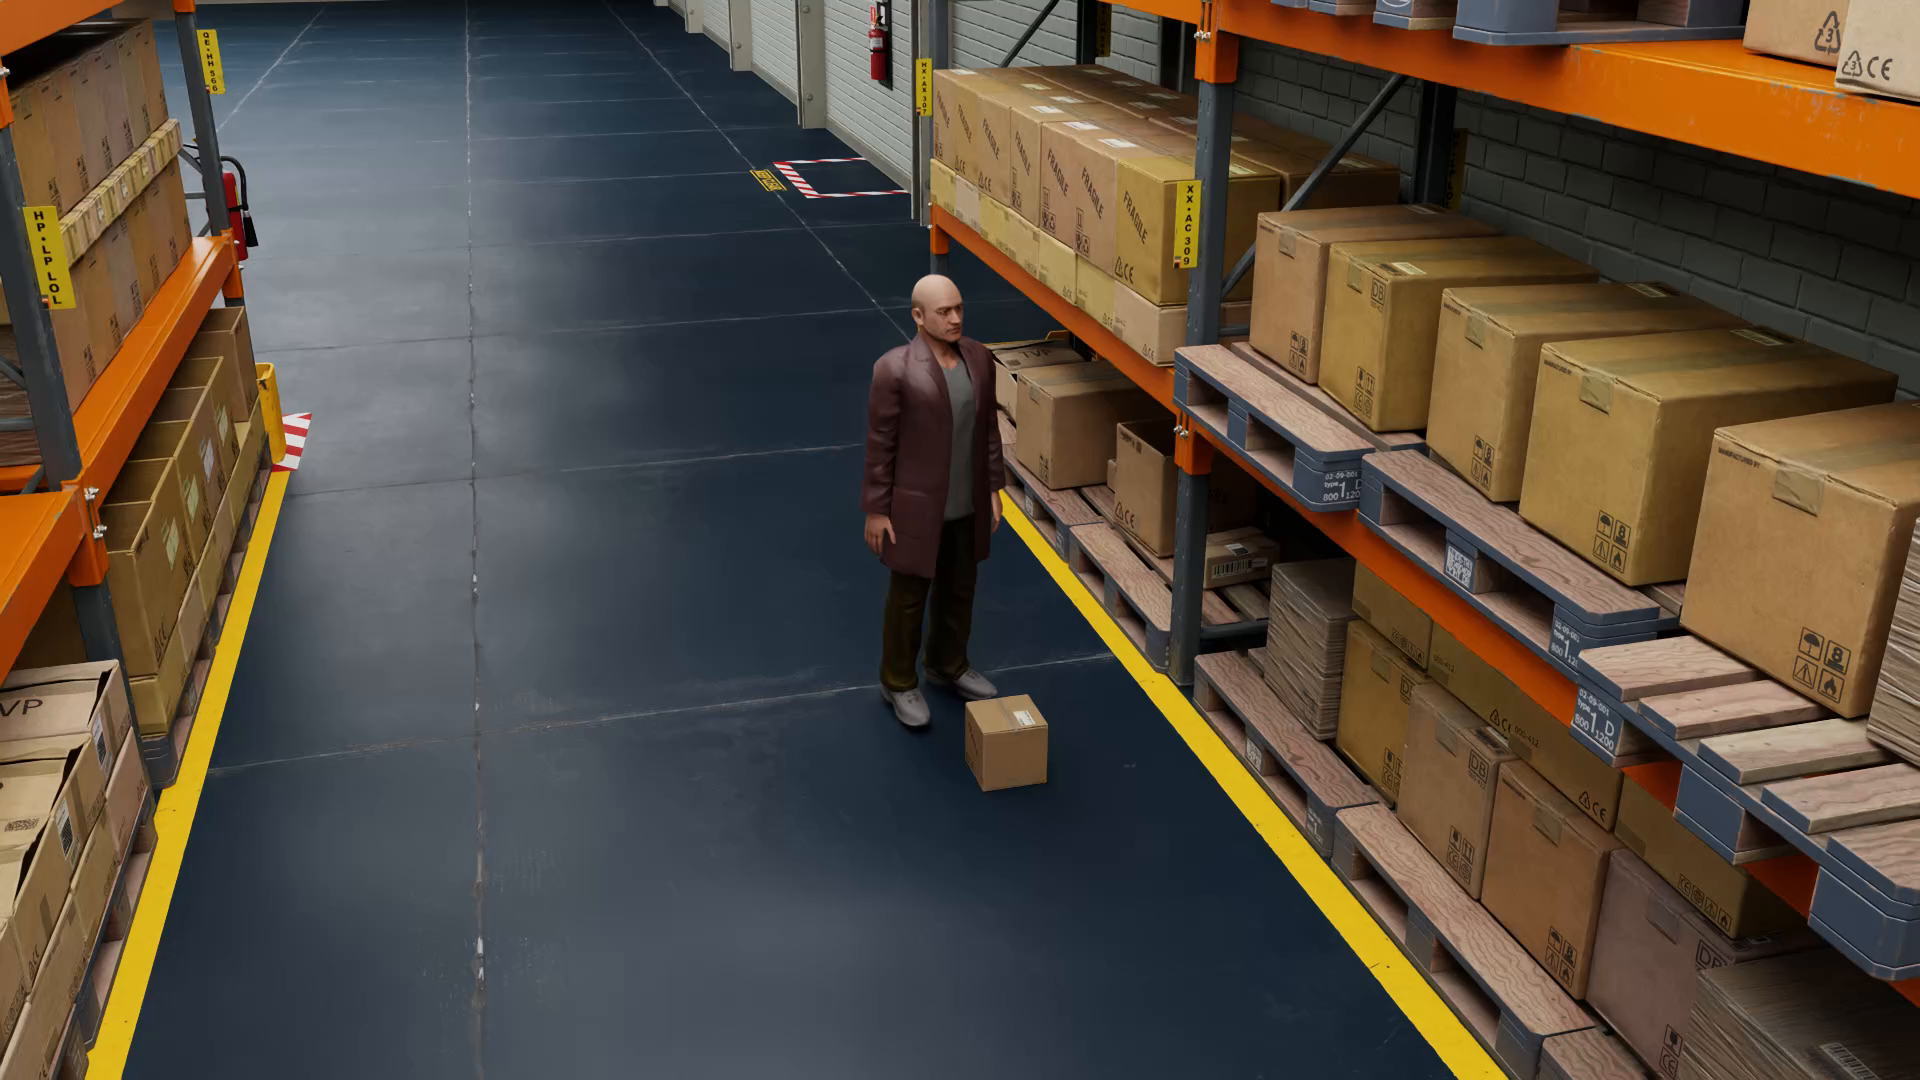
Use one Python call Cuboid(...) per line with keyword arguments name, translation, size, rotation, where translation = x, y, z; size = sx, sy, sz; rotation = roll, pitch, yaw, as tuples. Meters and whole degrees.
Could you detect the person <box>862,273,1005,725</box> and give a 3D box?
Cuboid(name="person", translation=(-0.111, -0.157, 6.439), size=(0.626, 1.775, 0.395), rotation=(-14, 26, -30))
